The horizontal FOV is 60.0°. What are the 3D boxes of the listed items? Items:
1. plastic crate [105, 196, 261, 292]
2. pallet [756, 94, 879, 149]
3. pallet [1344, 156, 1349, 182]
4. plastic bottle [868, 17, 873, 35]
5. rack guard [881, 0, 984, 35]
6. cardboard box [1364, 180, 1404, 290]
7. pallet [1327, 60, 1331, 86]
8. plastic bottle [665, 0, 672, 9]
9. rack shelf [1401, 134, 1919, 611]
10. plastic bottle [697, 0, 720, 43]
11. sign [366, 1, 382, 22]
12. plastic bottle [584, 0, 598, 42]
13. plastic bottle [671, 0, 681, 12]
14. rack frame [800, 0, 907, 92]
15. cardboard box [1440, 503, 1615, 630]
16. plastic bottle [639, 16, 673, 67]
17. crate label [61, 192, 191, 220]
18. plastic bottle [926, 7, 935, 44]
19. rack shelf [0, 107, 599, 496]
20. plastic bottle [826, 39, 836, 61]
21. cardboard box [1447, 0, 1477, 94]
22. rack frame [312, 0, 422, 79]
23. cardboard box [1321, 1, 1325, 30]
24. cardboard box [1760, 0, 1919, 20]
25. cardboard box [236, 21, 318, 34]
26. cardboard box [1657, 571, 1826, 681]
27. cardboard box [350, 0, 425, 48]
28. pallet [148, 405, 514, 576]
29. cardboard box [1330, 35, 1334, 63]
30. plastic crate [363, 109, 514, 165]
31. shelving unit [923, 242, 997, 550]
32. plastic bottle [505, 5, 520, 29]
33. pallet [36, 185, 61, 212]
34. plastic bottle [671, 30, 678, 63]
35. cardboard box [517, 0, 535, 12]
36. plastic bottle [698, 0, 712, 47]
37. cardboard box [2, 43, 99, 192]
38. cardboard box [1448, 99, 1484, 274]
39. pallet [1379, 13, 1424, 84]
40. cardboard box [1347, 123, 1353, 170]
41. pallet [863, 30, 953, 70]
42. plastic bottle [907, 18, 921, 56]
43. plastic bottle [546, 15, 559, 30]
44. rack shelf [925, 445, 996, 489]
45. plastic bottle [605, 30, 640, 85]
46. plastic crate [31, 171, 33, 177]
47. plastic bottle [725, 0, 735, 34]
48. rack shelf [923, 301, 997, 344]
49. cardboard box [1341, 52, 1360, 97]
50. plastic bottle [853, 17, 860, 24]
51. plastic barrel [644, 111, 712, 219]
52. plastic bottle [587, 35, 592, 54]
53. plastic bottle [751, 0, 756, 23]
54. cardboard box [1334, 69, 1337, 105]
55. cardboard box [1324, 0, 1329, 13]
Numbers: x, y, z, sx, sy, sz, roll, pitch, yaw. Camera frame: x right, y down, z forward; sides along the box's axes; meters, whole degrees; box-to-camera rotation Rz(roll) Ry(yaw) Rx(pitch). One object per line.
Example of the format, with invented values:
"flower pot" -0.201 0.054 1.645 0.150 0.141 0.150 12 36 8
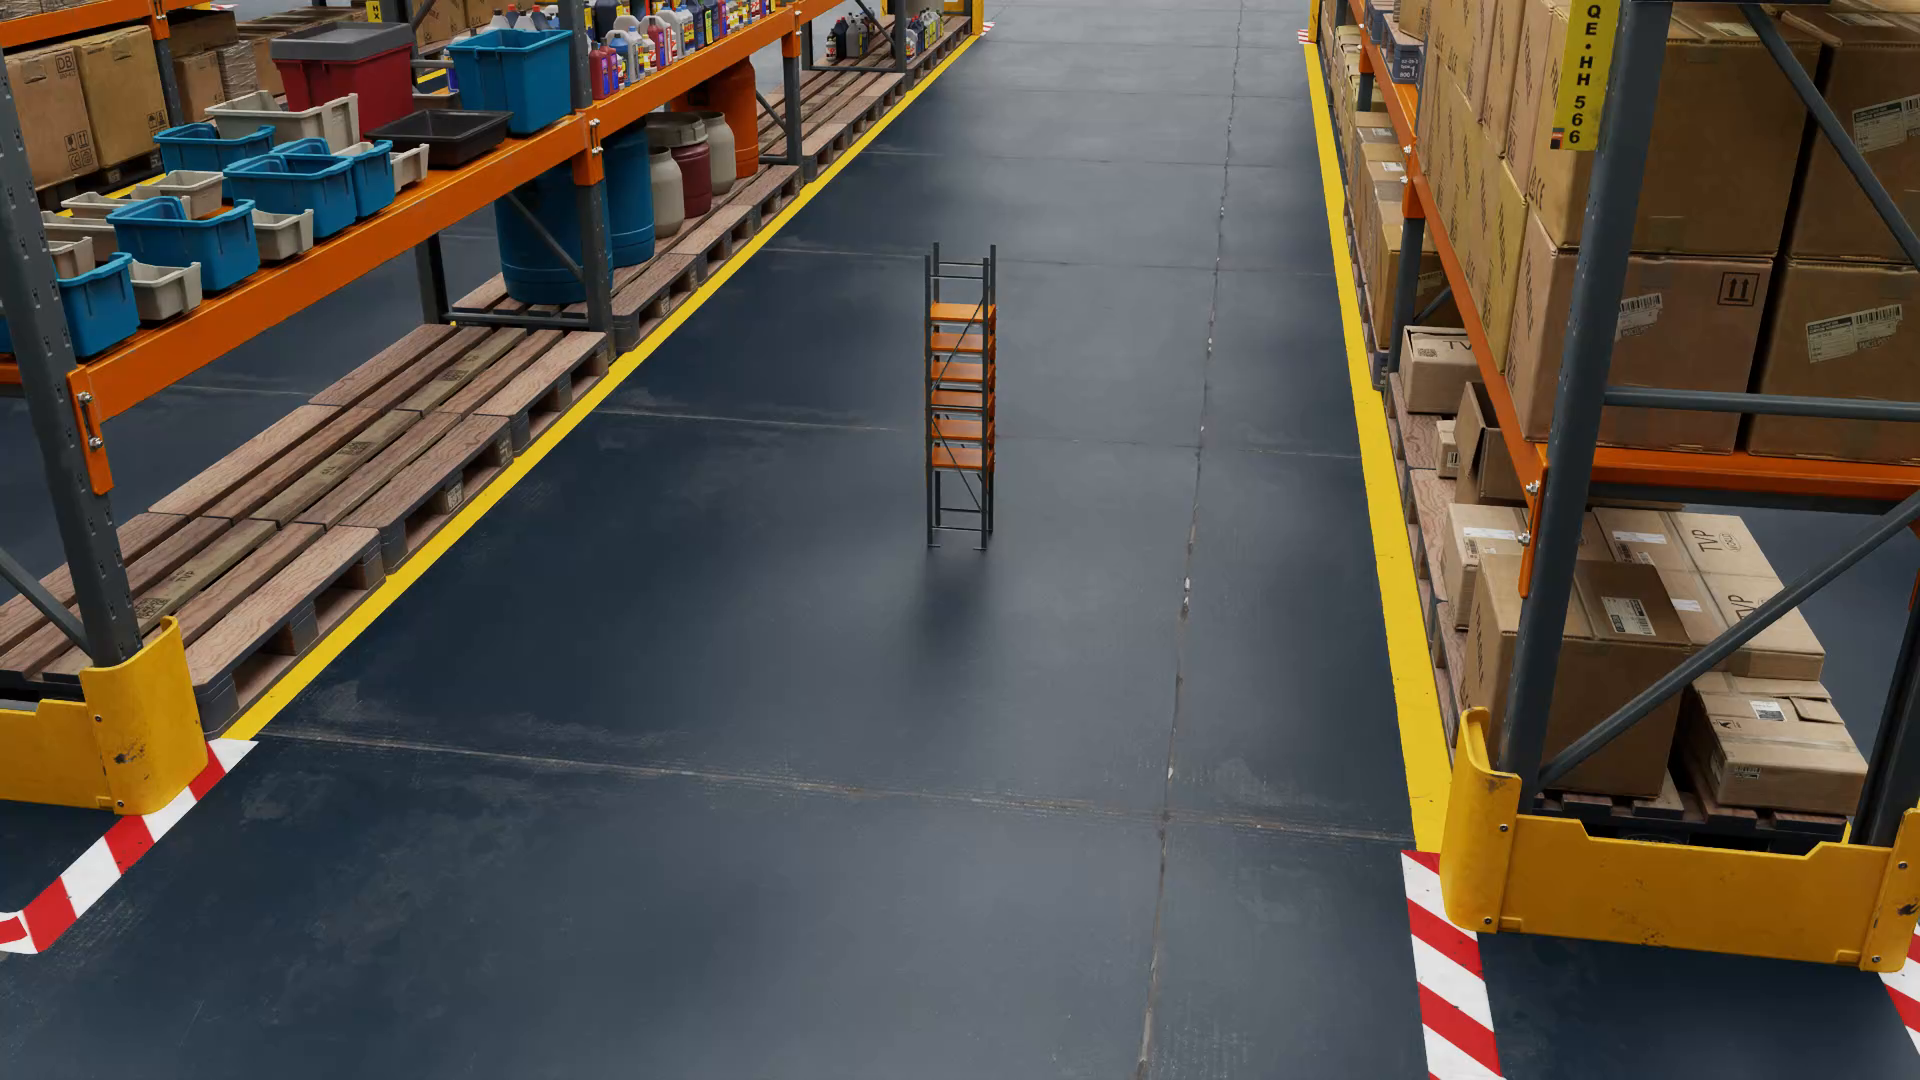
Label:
"plastic crate" -2.498 -0.957 5.384 0.416 0.233 0.300 4 25 9
"pallet" -1.297 -3.563 14.114 1.003 0.211 1.213 4 25 9
"pallet" 3.396 -2.730 12.334 1.003 0.211 1.213 4 25 9
"plastic bottle" -0.977 -5.494 17.731 0.097 0.201 0.097 0 25 0
"rack guard" -0.322 -6.175 19.352 1.175 0.500 0.348 4 25 9
"cardboard box" 2.538 -1.688 9.247 0.500 0.500 0.500 4 25 9
"pallet" 4.048 -4.391 15.882 1.003 0.211 1.213 4 25 9
"plastic bottle" -2.053 -3.781 11.437 0.152 0.276 0.135 4 25 9
"rack shelf" 2.242 -0.816 5.804 1.077 0.370 4.000 4 25 9
"plastic bottle" -1.563 -3.233 10.178 0.144 0.351 0.185 4 25 9
"sign" -2.860 -2.487 8.199 0.100 0.325 0.005 4 25 9
"plastic bottle" -2.280 -3.201 10.197 0.152 0.276 0.135 4 25 9
"plastic bottle" -1.903 -3.771 11.414 0.152 0.276 0.135 4 25 9
"rack frame" -1.010 -5.669 15.323 1.000 3.000 0.127 4 25 9
"cardboard box" 1.946 0.101 5.721 0.500 0.250 0.500 4 25 9
"plastic bottle" -1.714 -2.821 9.386 0.152 0.276 0.135 4 25 9
"crate label" -2.933 -1.150 5.909 0.396 0.136 0.243 4 25 9
"plastic bottle" -0.338 -5.312 17.166 0.144 0.351 0.185 5 26 11
"rack shelf" -2.644 -1.161 6.541 1.077 0.370 4.000 4 25 9
"plastic bottle" -1.258 -4.774 16.193 0.097 0.201 0.097 0 25 0
"cardboard box" 2.046 -1.868 5.906 0.500 0.500 0.500 3 25 7
"rack frame" -5.896 -6.012 16.056 1.000 3.000 0.127 4 25 9
"cardboard box" 4.223 -5.733 18.208 0.500 0.250 0.500 4 25 9
"cardboard box" 2.326 -1.190 4.457 0.500 0.500 0.500 4 25 9
"cardboard box" -6.205 -4.392 15.024 0.700 0.500 0.500 2 25 4
"cardboard box" 2.366 0.324 5.245 0.500 0.250 0.500 4 25 9
"cardboard box" -5.791 -5.235 16.849 0.500 0.500 0.500 3 25 7
"pallet" -2.596 -0.238 7.010 1.003 0.211 1.213 4 25 9
"cardboard box" 3.828 -4.687 15.973 0.500 0.250 0.500 4 25 9
"plastic crate" -2.235 -1.739 7.181 0.437 0.125 0.590 4 25 9
"shelving unit" 0.002 -0.549 6.509 0.258 1.200 0.189 4 25 9
"plastic bottle" -2.460 -2.785 9.220 0.144 0.351 0.185 4 25 9
"pallet" -6.955 -2.243 11.293 1.003 0.211 1.213 4 25 9
"plastic bottle" -1.668 -2.834 9.501 0.097 0.201 0.097 0 25 0
"cardboard box" -5.361 -6.483 19.516 0.500 0.500 0.500 9 27 18
"plastic bottle" -1.547 -3.133 10.044 0.061 0.283 0.133 4 25 9
"cardboard box" -6.836 -2.908 11.435 1.225 0.875 0.875 4 25 9
"cardboard box" 1.971 -1.193 5.643 0.500 0.500 0.500 4 25 8
"pallet" 2.909 -2.751 9.315 1.003 0.211 1.213 4 25 9
"cardboard box" 3.068 -2.833 12.013 0.500 0.250 0.500 5 25 10
"pallet" -0.662 -5.196 17.602 1.003 0.211 1.213 4 25 9
"plastic bottle" -0.468 -4.977 16.451 0.144 0.351 0.185 5 25 10
"plastic bottle" -2.303 -2.815 9.378 0.097 0.271 0.097 0 25 0
"rack shelf" 0.002 -0.292 6.629 0.258 0.103 0.180 4 25 9
"plastic bottle" -1.806 -2.587 8.885 0.152 0.276 0.135 4 25 9
"plastic crate" -3.100 -0.846 4.908 0.616 0.435 0.499 4 25 9
"plastic bottle" -1.479 -3.320 10.538 0.097 0.201 0.097 0 25 0
"rack shelf" 0.002 -0.835 6.375 0.258 0.103 0.180 4 25 9
"cardboard box" 3.313 -3.725 13.255 0.500 0.311 0.500 5 25 10
"plastic bottle" -1.074 -5.207 17.030 0.152 0.276 0.135 4 25 9
"plastic barrel" -1.911 -2.416 10.723 0.600 0.588 0.708 4 25 9
"plastic bottle" -1.933 -2.443 8.488 0.144 0.351 0.185 4 25 9
"plastic bottle" -1.399 -3.523 10.973 0.097 0.201 0.097 0 25 0
"cardboard box" 3.481 -3.904 14.300 0.500 0.250 0.500 5 25 10
"cardboard box" 4.143 -5.864 17.602 0.500 0.500 0.500 4 25 9
